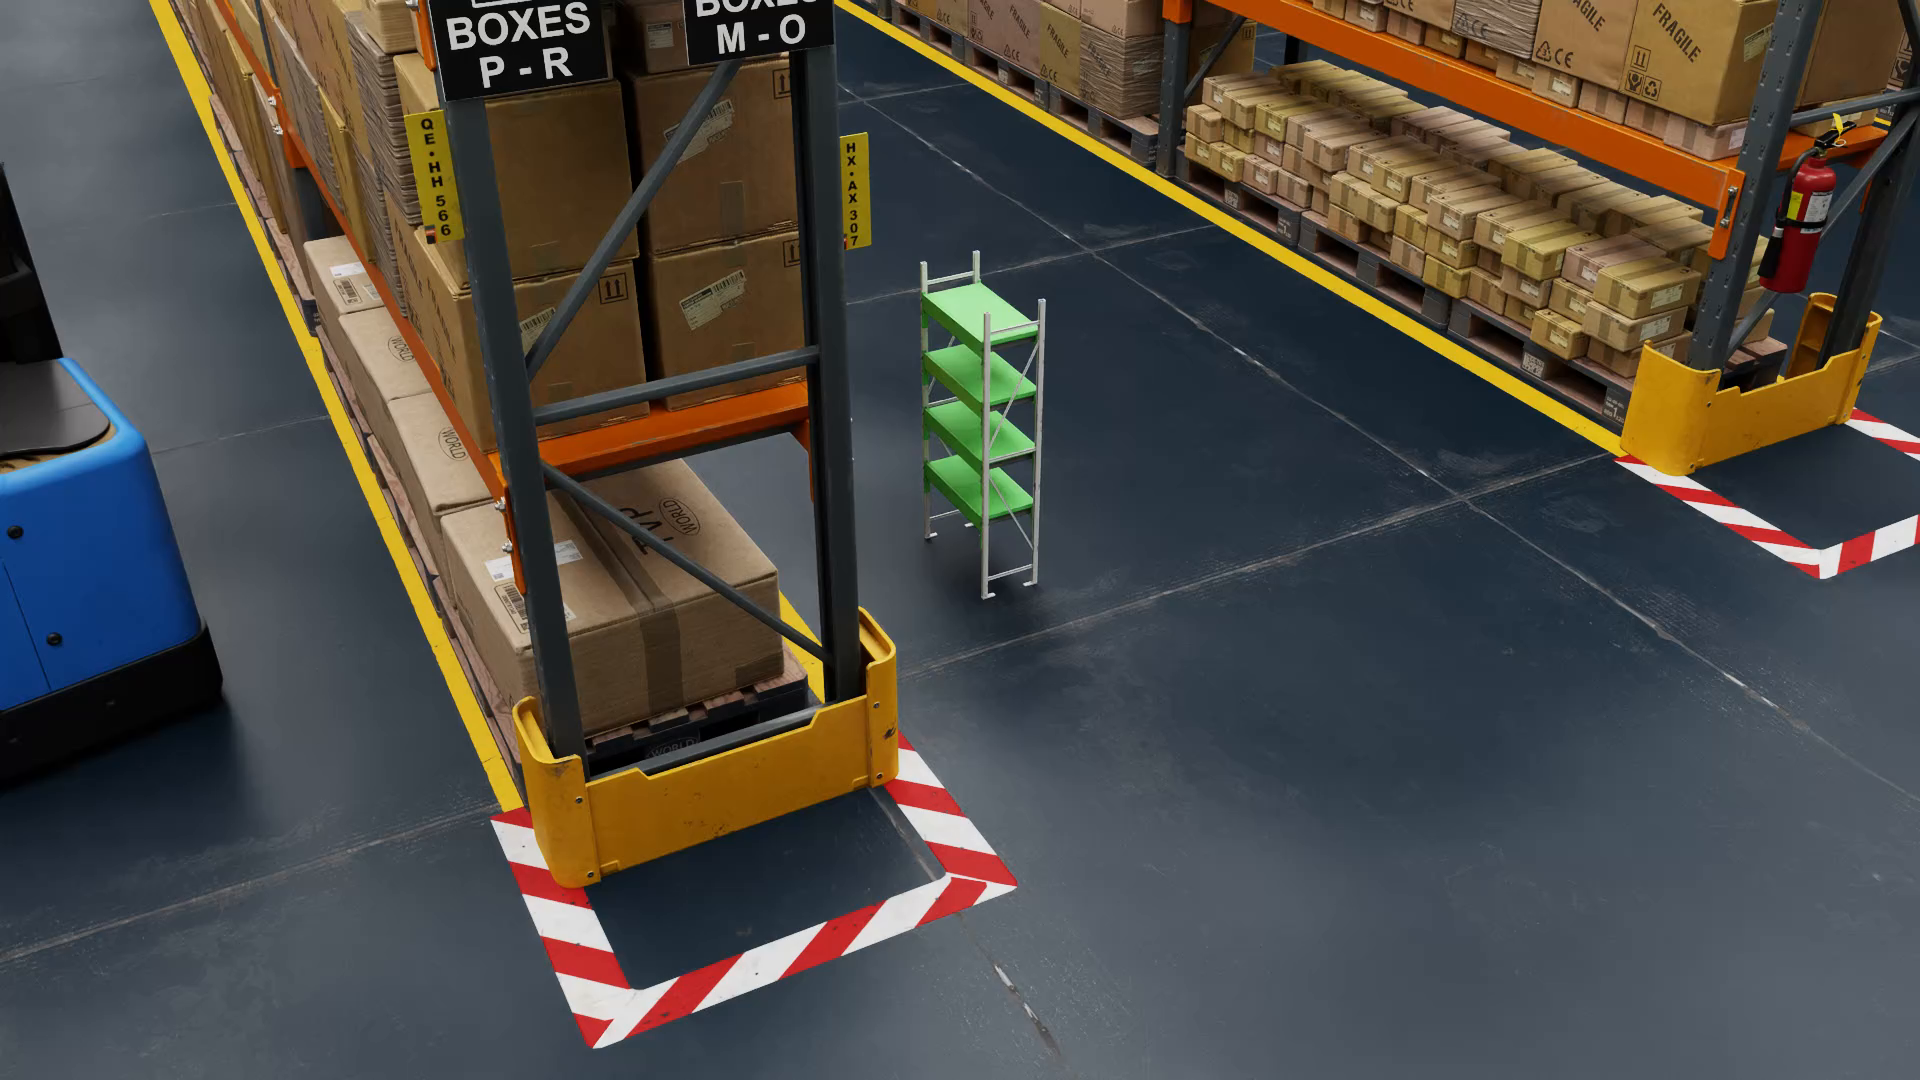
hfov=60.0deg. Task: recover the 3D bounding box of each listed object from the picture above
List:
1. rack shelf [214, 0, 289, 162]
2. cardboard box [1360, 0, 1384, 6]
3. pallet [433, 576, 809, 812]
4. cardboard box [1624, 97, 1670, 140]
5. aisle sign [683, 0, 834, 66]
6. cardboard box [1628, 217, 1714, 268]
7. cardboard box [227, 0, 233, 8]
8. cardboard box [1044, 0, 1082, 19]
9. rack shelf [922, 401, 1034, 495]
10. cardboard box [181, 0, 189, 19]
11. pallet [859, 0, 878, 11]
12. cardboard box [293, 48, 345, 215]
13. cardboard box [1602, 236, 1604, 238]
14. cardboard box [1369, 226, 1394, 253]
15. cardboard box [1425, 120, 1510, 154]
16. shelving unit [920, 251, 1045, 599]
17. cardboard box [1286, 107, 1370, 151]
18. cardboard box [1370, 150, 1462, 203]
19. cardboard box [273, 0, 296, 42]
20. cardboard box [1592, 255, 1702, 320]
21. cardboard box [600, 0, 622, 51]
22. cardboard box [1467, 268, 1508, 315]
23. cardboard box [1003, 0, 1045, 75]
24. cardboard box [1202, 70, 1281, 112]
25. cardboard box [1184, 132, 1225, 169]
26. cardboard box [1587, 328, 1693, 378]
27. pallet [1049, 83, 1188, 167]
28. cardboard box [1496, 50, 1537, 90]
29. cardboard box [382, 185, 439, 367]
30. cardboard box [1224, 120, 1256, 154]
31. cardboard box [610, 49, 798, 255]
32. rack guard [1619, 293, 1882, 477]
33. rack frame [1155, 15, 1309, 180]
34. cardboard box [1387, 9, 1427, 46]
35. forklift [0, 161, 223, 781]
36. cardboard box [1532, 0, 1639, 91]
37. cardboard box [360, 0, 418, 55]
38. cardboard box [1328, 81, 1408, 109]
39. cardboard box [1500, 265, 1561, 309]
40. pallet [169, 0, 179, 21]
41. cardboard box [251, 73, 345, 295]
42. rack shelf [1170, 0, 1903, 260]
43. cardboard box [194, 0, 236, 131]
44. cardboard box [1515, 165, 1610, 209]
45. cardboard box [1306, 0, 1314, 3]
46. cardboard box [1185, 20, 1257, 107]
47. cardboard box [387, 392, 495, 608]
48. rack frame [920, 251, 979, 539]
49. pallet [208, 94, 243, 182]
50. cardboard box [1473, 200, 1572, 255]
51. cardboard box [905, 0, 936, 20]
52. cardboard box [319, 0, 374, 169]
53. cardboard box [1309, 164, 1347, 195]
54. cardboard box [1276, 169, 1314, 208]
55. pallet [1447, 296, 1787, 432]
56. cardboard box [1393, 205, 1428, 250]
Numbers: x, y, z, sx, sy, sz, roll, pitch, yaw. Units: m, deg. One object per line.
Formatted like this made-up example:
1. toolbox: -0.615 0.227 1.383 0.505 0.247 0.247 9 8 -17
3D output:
1. rack shelf: -3.587 -2.984 9.295 1.077 0.370 4.000 -16 36 -23
2. cardboard box: 2.126 -3.010 8.299 0.500 0.500 0.500 -17 36 -24
3. pallet: -1.231 0.388 5.948 1.003 0.211 1.213 -16 36 -23
4. cardboard box: 3.058 -1.824 7.049 0.380 0.149 0.250 -16 36 -23
5. aisle sign: -0.499 -1.557 3.990 0.394 0.787 0.004 -16 36 -23
6. cardboard box: 3.364 -1.381 7.827 0.380 0.149 0.250 -15 36 -22
7. cardboard box: -3.541 -2.909 8.650 0.500 0.250 0.500 -17 36 -24
8. cardboard box: 0.879 -3.607 10.832 0.500 0.250 0.500 -14 35 -21
9. rack shelf: 0.077 -0.372 6.338 0.258 0.148 0.480 -16 36 -23
10. cardboard box: -5.473 -4.298 12.724 0.950 0.372 0.625 -15 35 -22
11. pallet: -0.488 -4.756 13.978 1.003 0.211 1.213 -16 36 -23
12. cardboard box: -2.210 -1.605 6.382 0.500 0.500 0.500 -16 36 -23
13. cardboard box: 3.232 -1.523 8.324 0.380 0.149 0.250 -15 35 -22
14. cardboard box: 2.394 -1.633 8.772 0.380 0.149 0.250 -15 36 -22
15. cardboard box: 2.747 -2.145 9.019 0.380 0.149 0.250 -17 36 -25
16. shelving unit: 0.077 -0.426 6.303 0.258 1.200 0.503 -16 36 -23
17. cardboard box: 2.035 -2.263 9.204 0.380 0.149 0.250 -17 36 -24
18. cardboard box: 2.361 -1.884 8.613 0.380 0.149 0.250 -16 36 -23
19. cardboard box: -2.416 -2.265 6.486 0.500 0.500 0.500 -16 36 -24
20. cardboard box: 3.072 -1.133 7.440 0.380 0.149 0.250 -15 36 -23
21. cardboard box: -0.895 -1.506 4.700 0.380 0.149 0.250 -15 36 -22
22. cardboard box: 2.730 -1.252 8.177 0.380 0.149 0.250 -15 36 -23
23. cardboard box: 0.636 -3.531 11.409 0.500 0.500 0.500 -17 36 -24
24. cardboard box: 1.655 -2.637 9.787 0.380 0.149 0.250 -14 35 -21
25. cardboard box: 1.563 -2.348 9.888 0.380 0.149 0.250 -18 37 -25
26. cardboard box: 3.113 -0.892 7.616 0.380 0.149 0.250 -15 36 -22
27. pallet: 1.314 -2.823 10.961 1.003 0.211 1.213 -16 36 -23
28. cardboard box: 2.691 -2.189 7.619 0.380 0.149 0.250 -18 37 -25
29. cardboard box: -1.469 -0.873 5.239 0.500 0.500 0.500 -17 36 -24
30. cardboard box: 1.761 -2.376 9.656 0.380 0.149 0.250 -16 36 -23
31. cardboard box: -0.761 -1.188 4.804 0.500 0.500 0.500 -17 36 -24
32. rack guard: 3.508 -0.701 7.381 1.175 0.500 0.348 -16 36 -23
33. rack frame: 1.678 -3.626 9.629 1.000 3.000 0.127 -16 36 -23
34. cardboard box: 2.344 -2.570 8.214 0.380 0.149 0.250 -14 35 -21
35. forklift: -3.923 -1.093 5.739 1.130 2.935 3.031 -25 40 -33
36. cardboard box: 2.870 -2.281 7.162 0.500 0.500 0.500 -16 36 -24
37. cardboard box: -1.468 -1.498 4.687 0.380 0.149 0.250 -16 36 -24
38. cardboard box: 2.351 -2.520 9.604 0.380 0.149 0.250 -16 36 -24
39. cardboard box: 2.801 -1.247 7.893 0.380 0.149 0.250 -17 37 -25
40. pallet: -6.020 -4.605 13.743 1.003 0.211 1.213 -16 36 -23
41. cardboard box: -3.014 -1.891 8.501 0.875 0.875 0.875 -15 35 -22
42. rack shelf: 2.610 -2.369 8.334 1.077 0.370 4.000 -16 36 -23
43. cardboard box: -4.270 -3.173 10.503 0.875 0.875 0.875 -16 36 -24
44. cardboard box: 3.050 -1.766 8.427 0.380 0.149 0.250 -14 35 -21
45. cardboard box: 1.999 -2.953 8.812 0.380 0.149 0.250 -18 37 -25
46. cardboard box: 1.568 -3.170 10.845 0.500 0.500 0.500 -14 35 -21
47. cardboard box: -1.619 -0.246 6.340 0.875 0.438 0.875 -15 36 -22
48. rack frame: -0.037 -0.543 6.485 0.240 1.200 0.015 -16 36 -23
49. pallet: -4.218 -2.672 10.726 1.003 0.211 1.213 -16 36 -23
50. cardboard box: 2.708 -1.499 8.010 0.380 0.149 0.250 -17 37 -25
51. cardboard box: -0.083 -4.258 12.543 0.500 0.500 0.500 -17 37 -25
52. cardboard box: -1.722 -1.536 5.348 0.500 0.500 0.500 -16 36 -23
53. cardboard box: 2.137 -2.002 9.072 0.380 0.149 0.250 -14 35 -21
54. cardboard box: 2.012 -2.007 9.355 0.380 0.149 0.250 -17 36 -24
55. pallet: 3.160 -0.976 8.078 1.003 0.211 1.213 -16 36 -23
56. cardboard box: 2.445 -1.617 8.472 0.380 0.149 0.250 -14 35 -21
